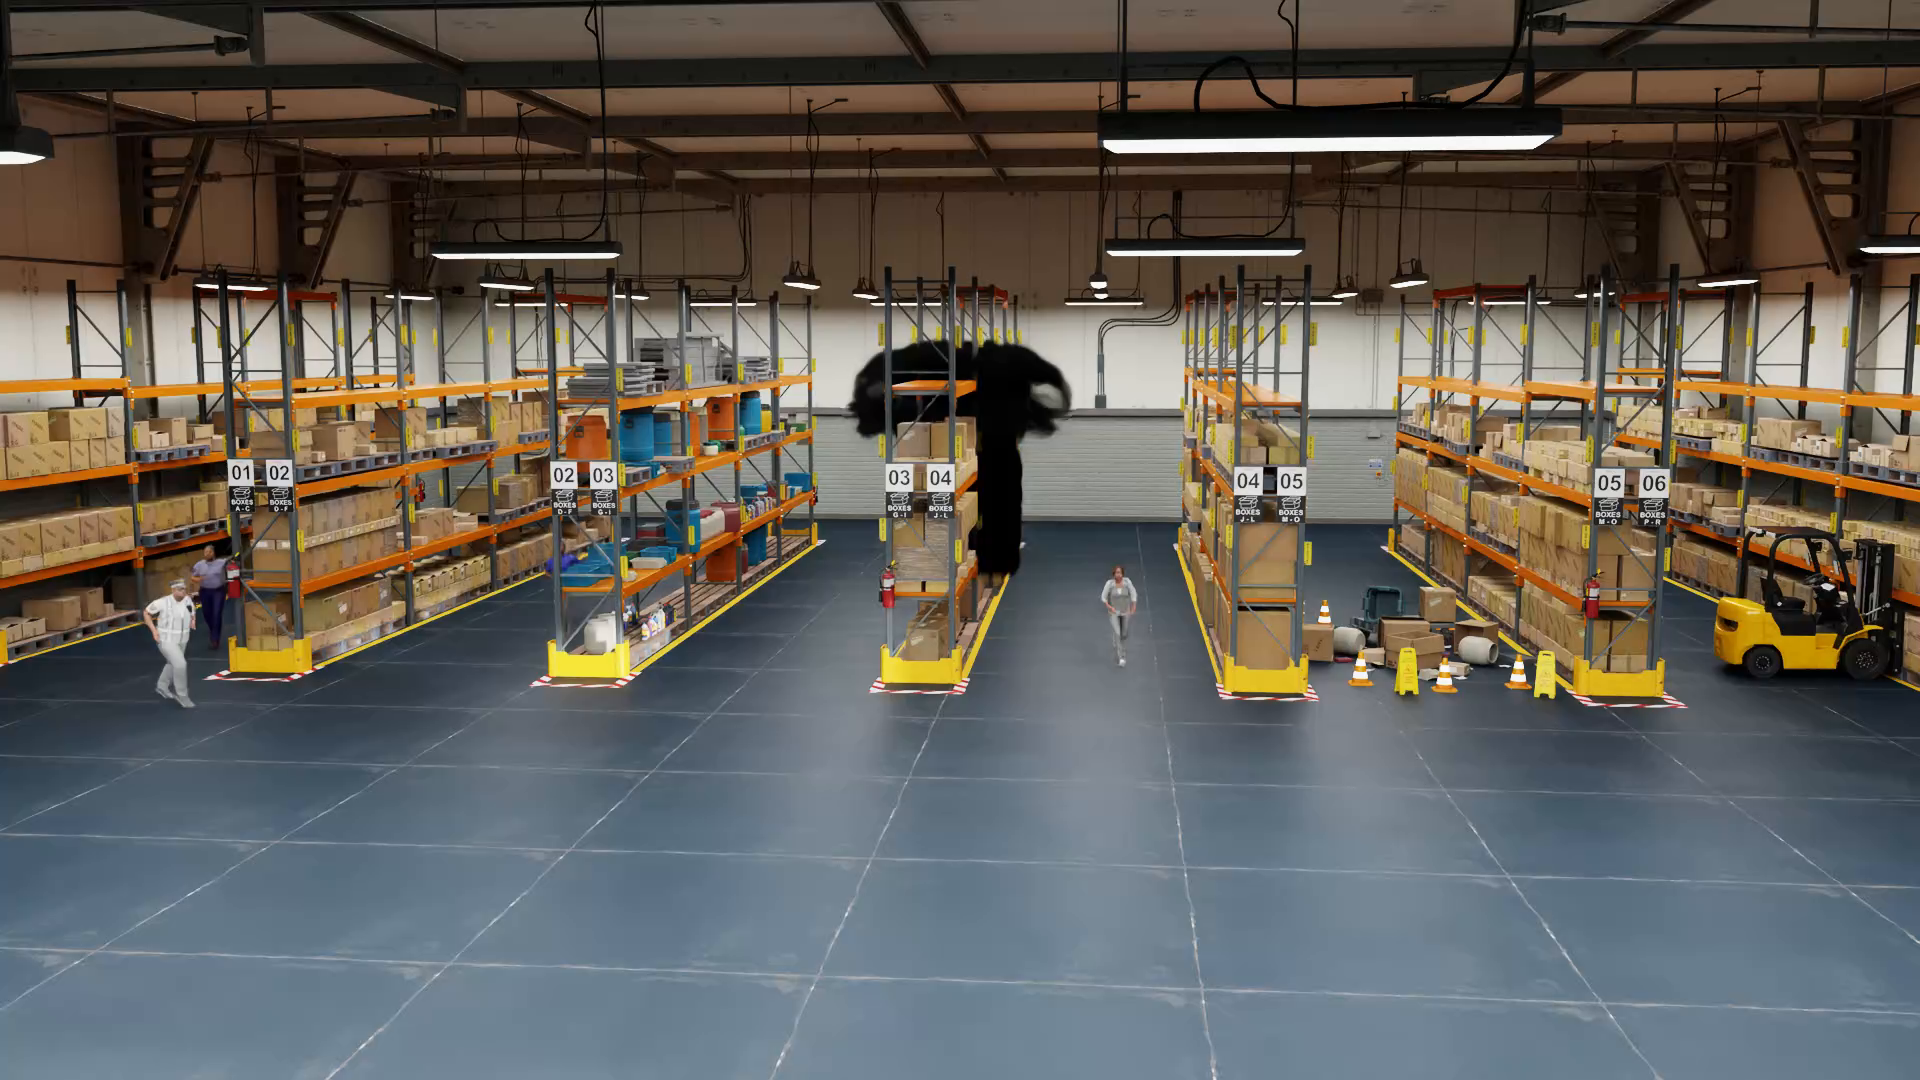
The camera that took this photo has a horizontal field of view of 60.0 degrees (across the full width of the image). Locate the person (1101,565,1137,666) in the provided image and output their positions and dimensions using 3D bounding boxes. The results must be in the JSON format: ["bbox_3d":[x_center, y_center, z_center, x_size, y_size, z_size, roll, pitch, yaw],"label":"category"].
[{"bbox_3d":[2.446,1.141,25.700,0.566,1.566,0.669,-1,7,-4],"label":"person"}]

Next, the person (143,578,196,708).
[{"bbox_3d":[-10.778,1.396,22.731,0.850,1.804,0.674,3,8,27],"label":"person"}]

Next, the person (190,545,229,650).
[{"bbox_3d":[-12.130,0.893,26.972,0.598,1.652,0.933,-2,7,-14],"label":"person"}]

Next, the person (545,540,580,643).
[{"bbox_3d":[-6.580,0.830,27.670,0.586,1.681,0.938,1,7,7],"label":"person"}]
